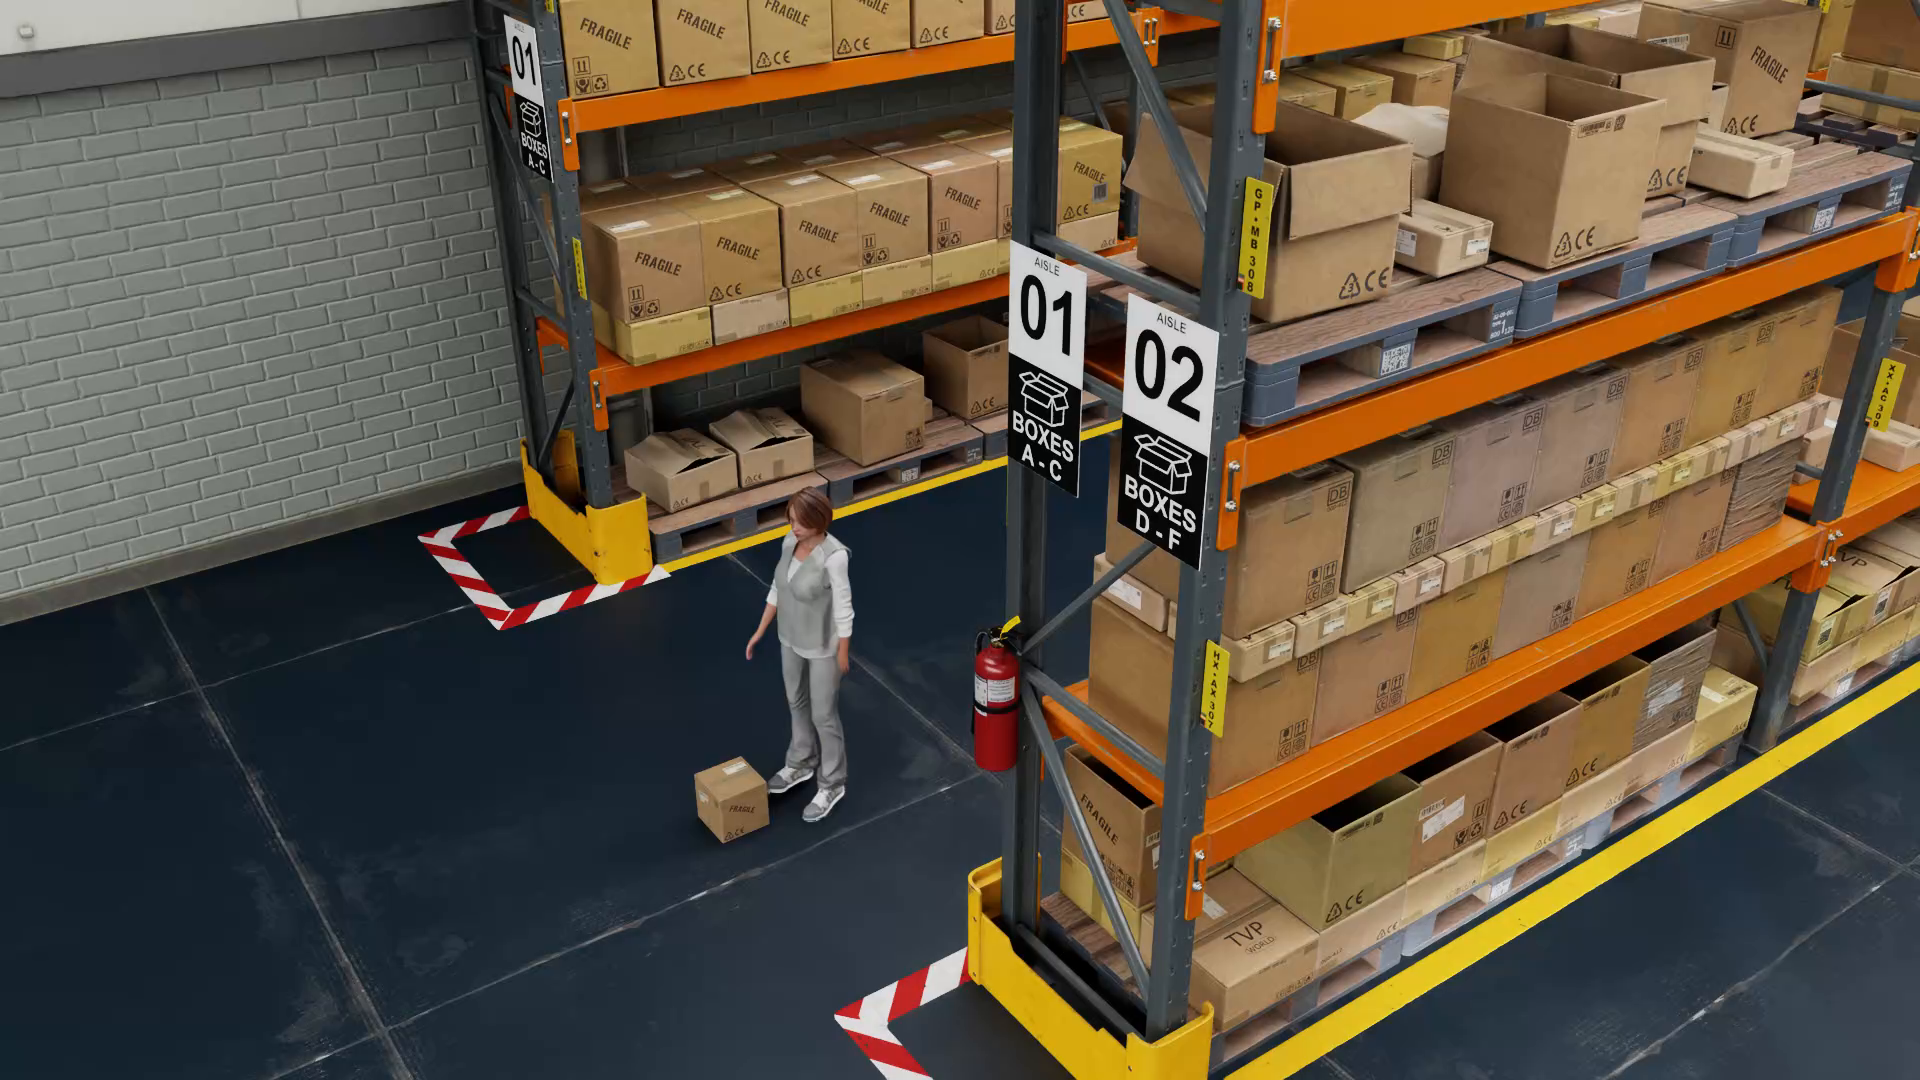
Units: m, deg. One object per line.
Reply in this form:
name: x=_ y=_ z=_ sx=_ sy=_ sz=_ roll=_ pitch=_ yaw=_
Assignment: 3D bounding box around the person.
person: x=-0.725 y=0.510 z=7.699 sx=0.417 sy=1.623 sz=0.433 roll=-24 pitch=37 yaw=-36
